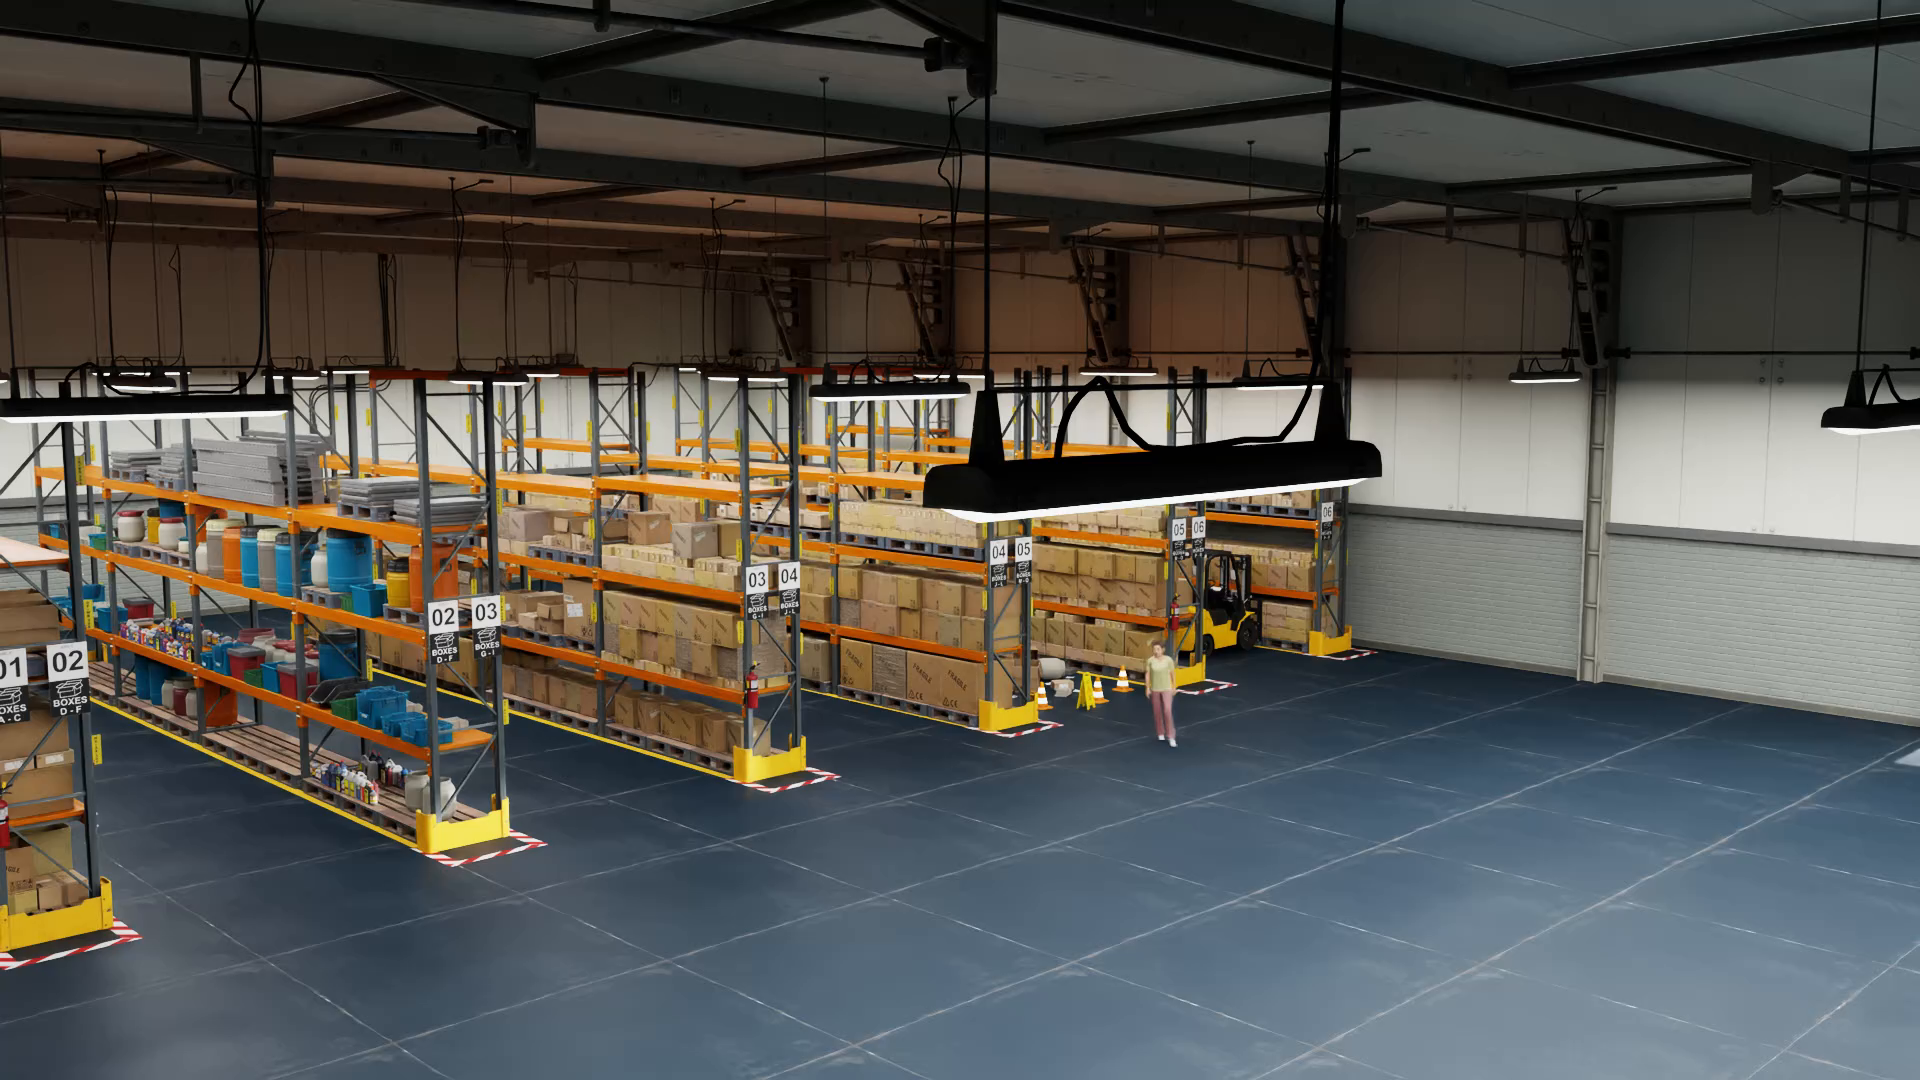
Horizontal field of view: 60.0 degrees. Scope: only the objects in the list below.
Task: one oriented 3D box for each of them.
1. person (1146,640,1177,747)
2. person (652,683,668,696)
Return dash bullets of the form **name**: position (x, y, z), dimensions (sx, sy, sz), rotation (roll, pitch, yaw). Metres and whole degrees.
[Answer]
- **person**: position (3.278, 2.479, 26.951), dimensions (0.566, 1.641, 0.716), rotation (2, 7, 14)
- **person**: position (-5.406, 2.134, 29.668), dimensions (0.660, 1.742, 0.626), rotation (4, 8, 34)
